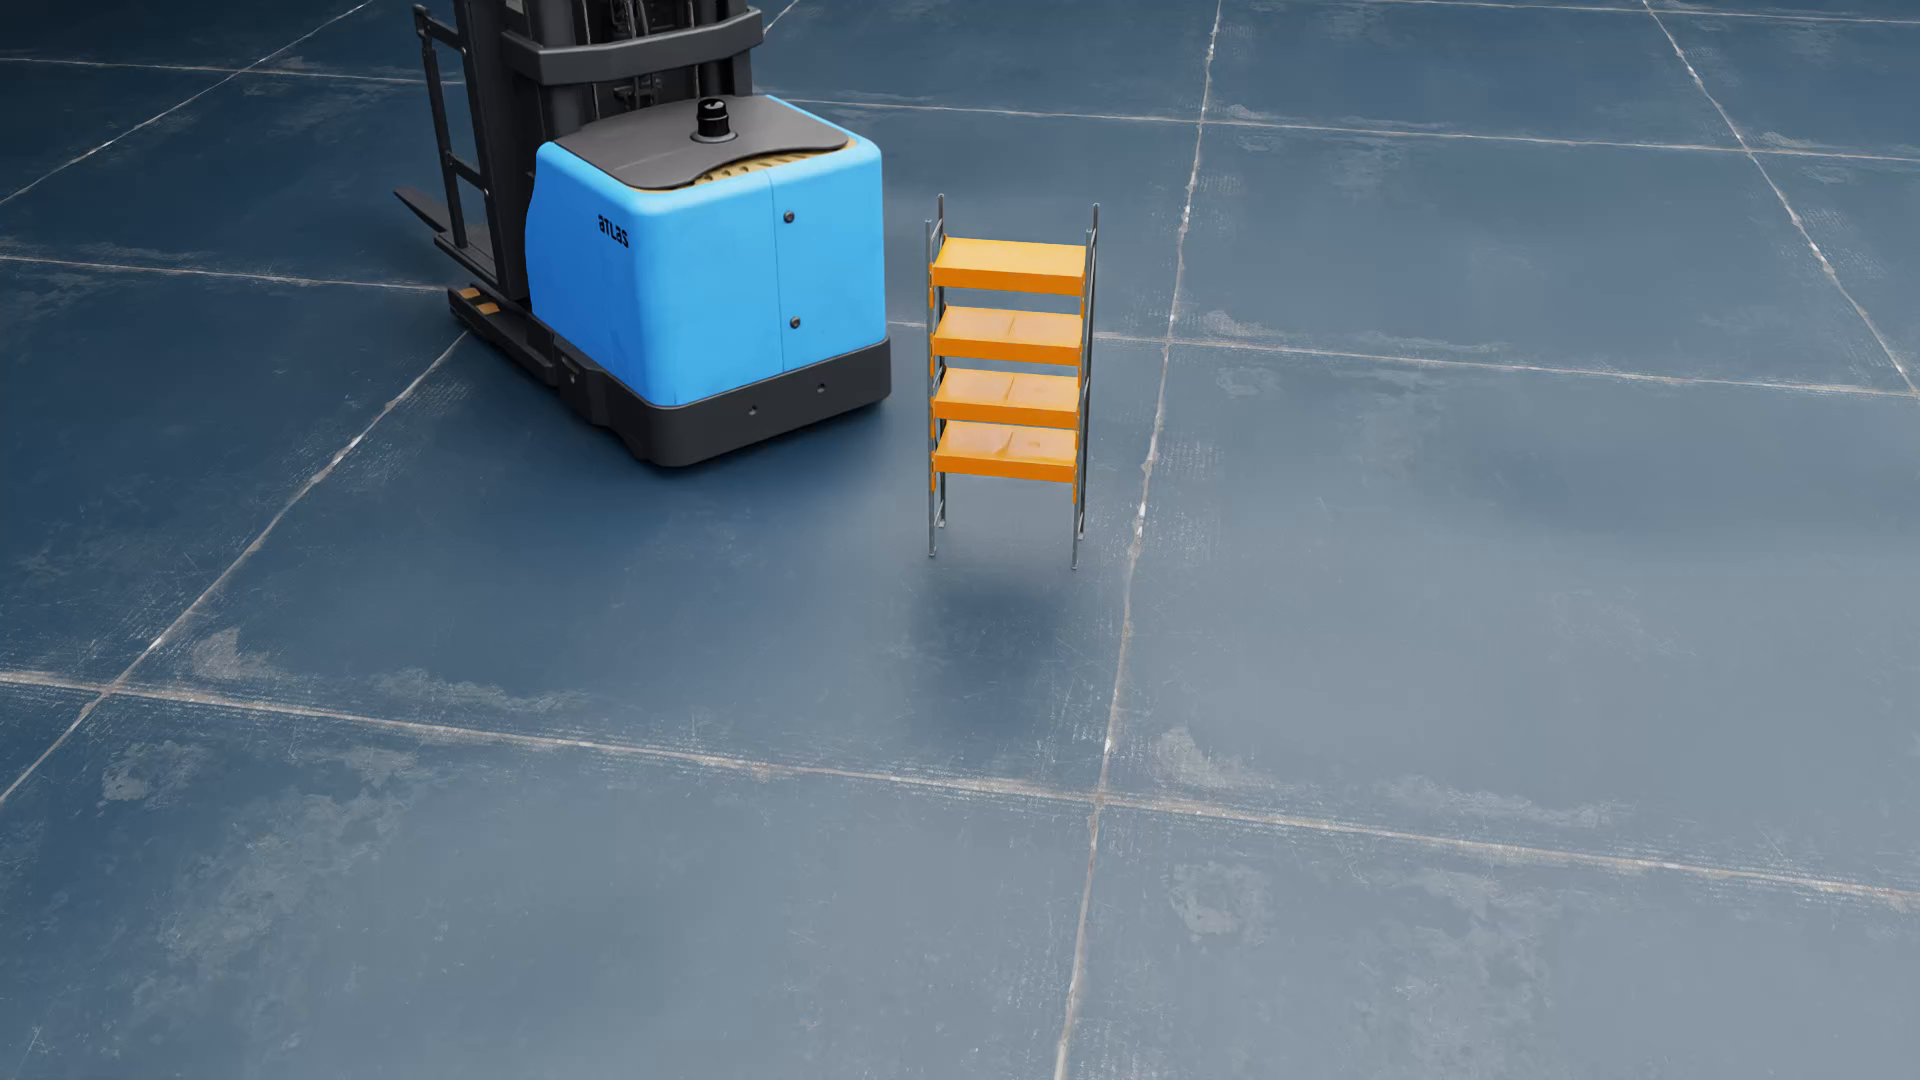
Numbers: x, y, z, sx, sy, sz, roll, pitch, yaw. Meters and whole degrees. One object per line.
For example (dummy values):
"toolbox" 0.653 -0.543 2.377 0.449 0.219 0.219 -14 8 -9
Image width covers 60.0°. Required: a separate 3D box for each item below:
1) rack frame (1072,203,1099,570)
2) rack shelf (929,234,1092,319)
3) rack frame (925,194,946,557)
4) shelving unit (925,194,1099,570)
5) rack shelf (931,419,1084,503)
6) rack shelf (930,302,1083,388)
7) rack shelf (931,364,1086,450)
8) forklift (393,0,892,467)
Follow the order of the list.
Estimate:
"rack frame" 0.404 -0.472 5.373 0.015 1.200 0.240 5 32 8
"rack shelf" 0.163 -0.827 5.200 0.480 0.148 0.258 5 32 8
"rack frame" -0.077 -0.516 5.443 0.015 1.200 0.240 5 32 8
"shelving unit" 0.163 -0.494 5.408 0.503 1.200 0.258 5 32 8
"rack shelf" 0.163 -0.268 5.549 0.480 0.148 0.258 5 32 8
"rack shelf" 0.163 -0.626 5.325 0.480 0.148 0.258 5 32 8
"rack shelf" 0.163 -0.437 5.444 0.480 0.148 0.258 5 32 8
"forklift" -1.563 -2.230 6.551 1.130 2.935 3.031 -22 38 -31
